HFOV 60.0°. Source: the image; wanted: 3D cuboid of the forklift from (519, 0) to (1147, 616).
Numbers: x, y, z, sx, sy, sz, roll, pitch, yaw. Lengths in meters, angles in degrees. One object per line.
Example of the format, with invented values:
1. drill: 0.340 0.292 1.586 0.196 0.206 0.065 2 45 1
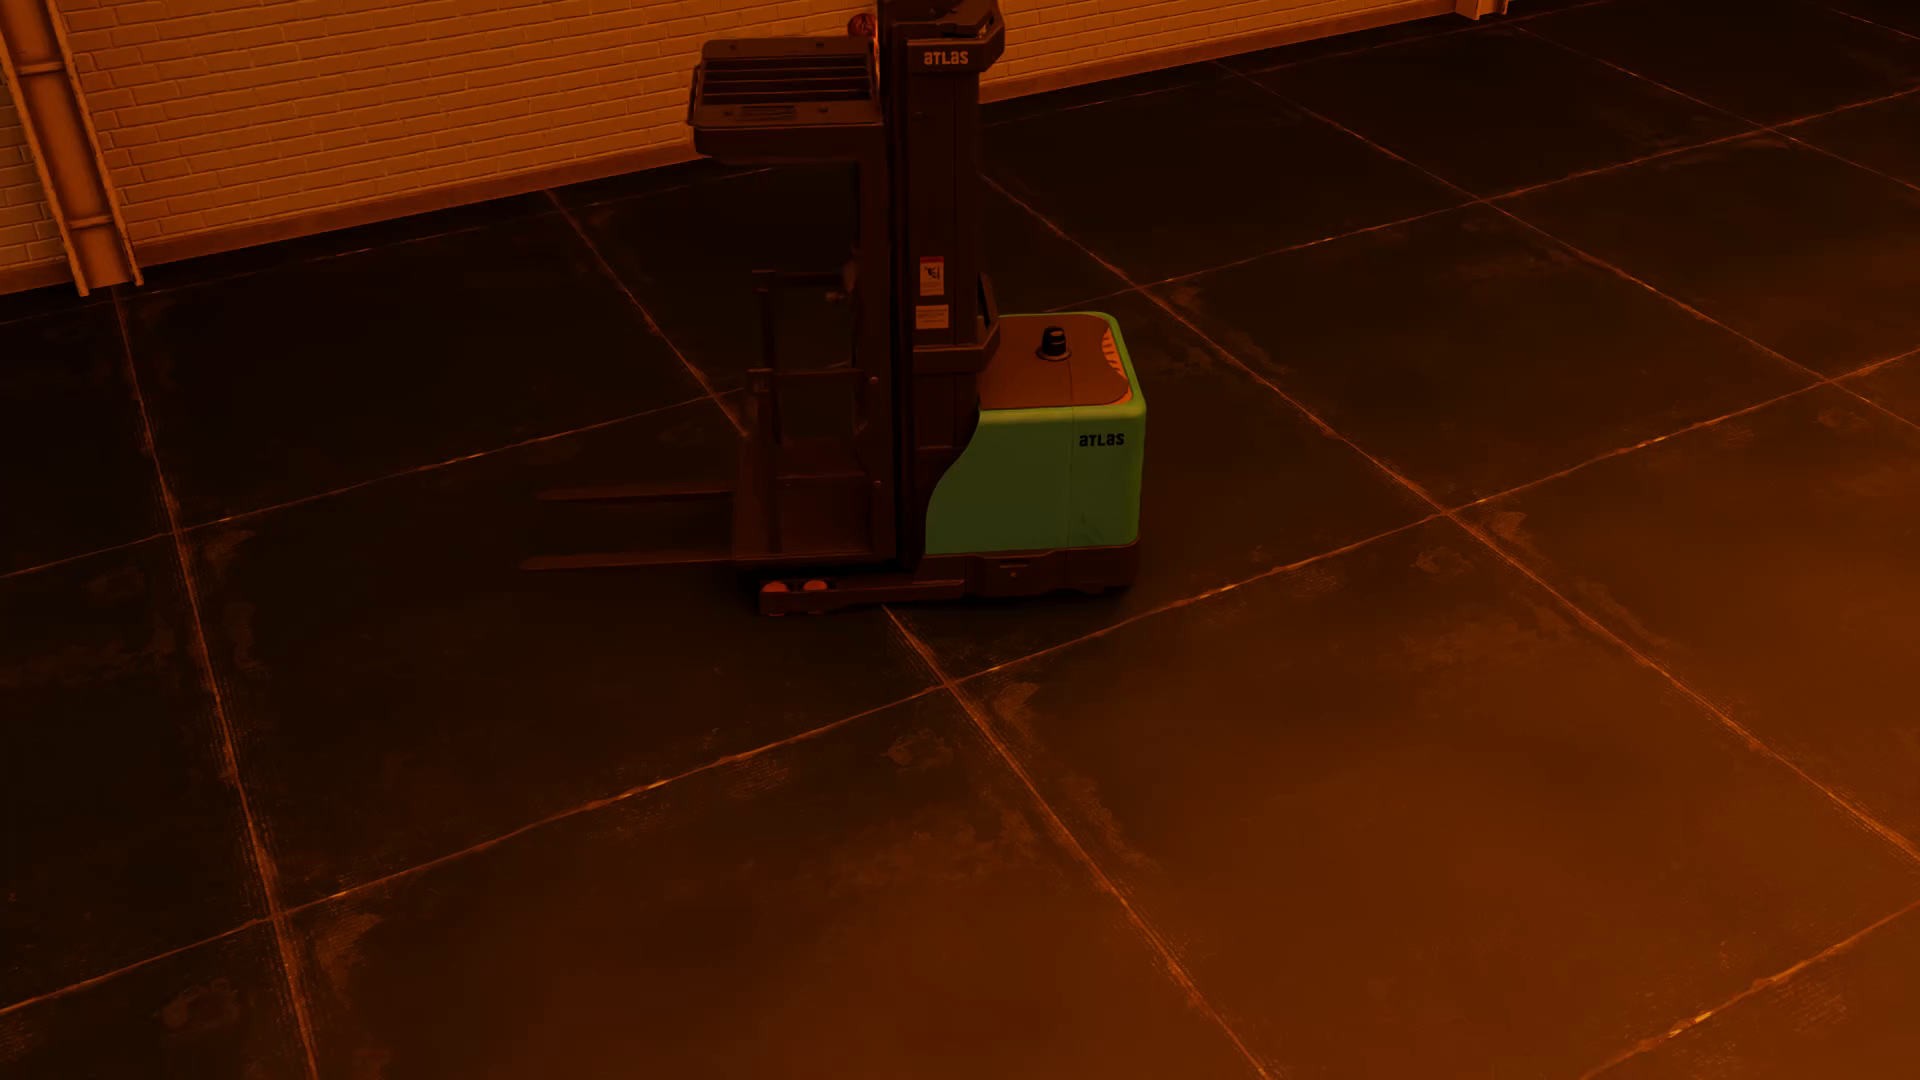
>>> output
1. forklift: -0.662 -1.142 7.739 3.031 2.935 1.130 -3 35 -4

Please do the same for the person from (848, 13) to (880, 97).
1. person: -0.461 -2.609 10.908 0.528 1.652 0.547 -8 36 -11
